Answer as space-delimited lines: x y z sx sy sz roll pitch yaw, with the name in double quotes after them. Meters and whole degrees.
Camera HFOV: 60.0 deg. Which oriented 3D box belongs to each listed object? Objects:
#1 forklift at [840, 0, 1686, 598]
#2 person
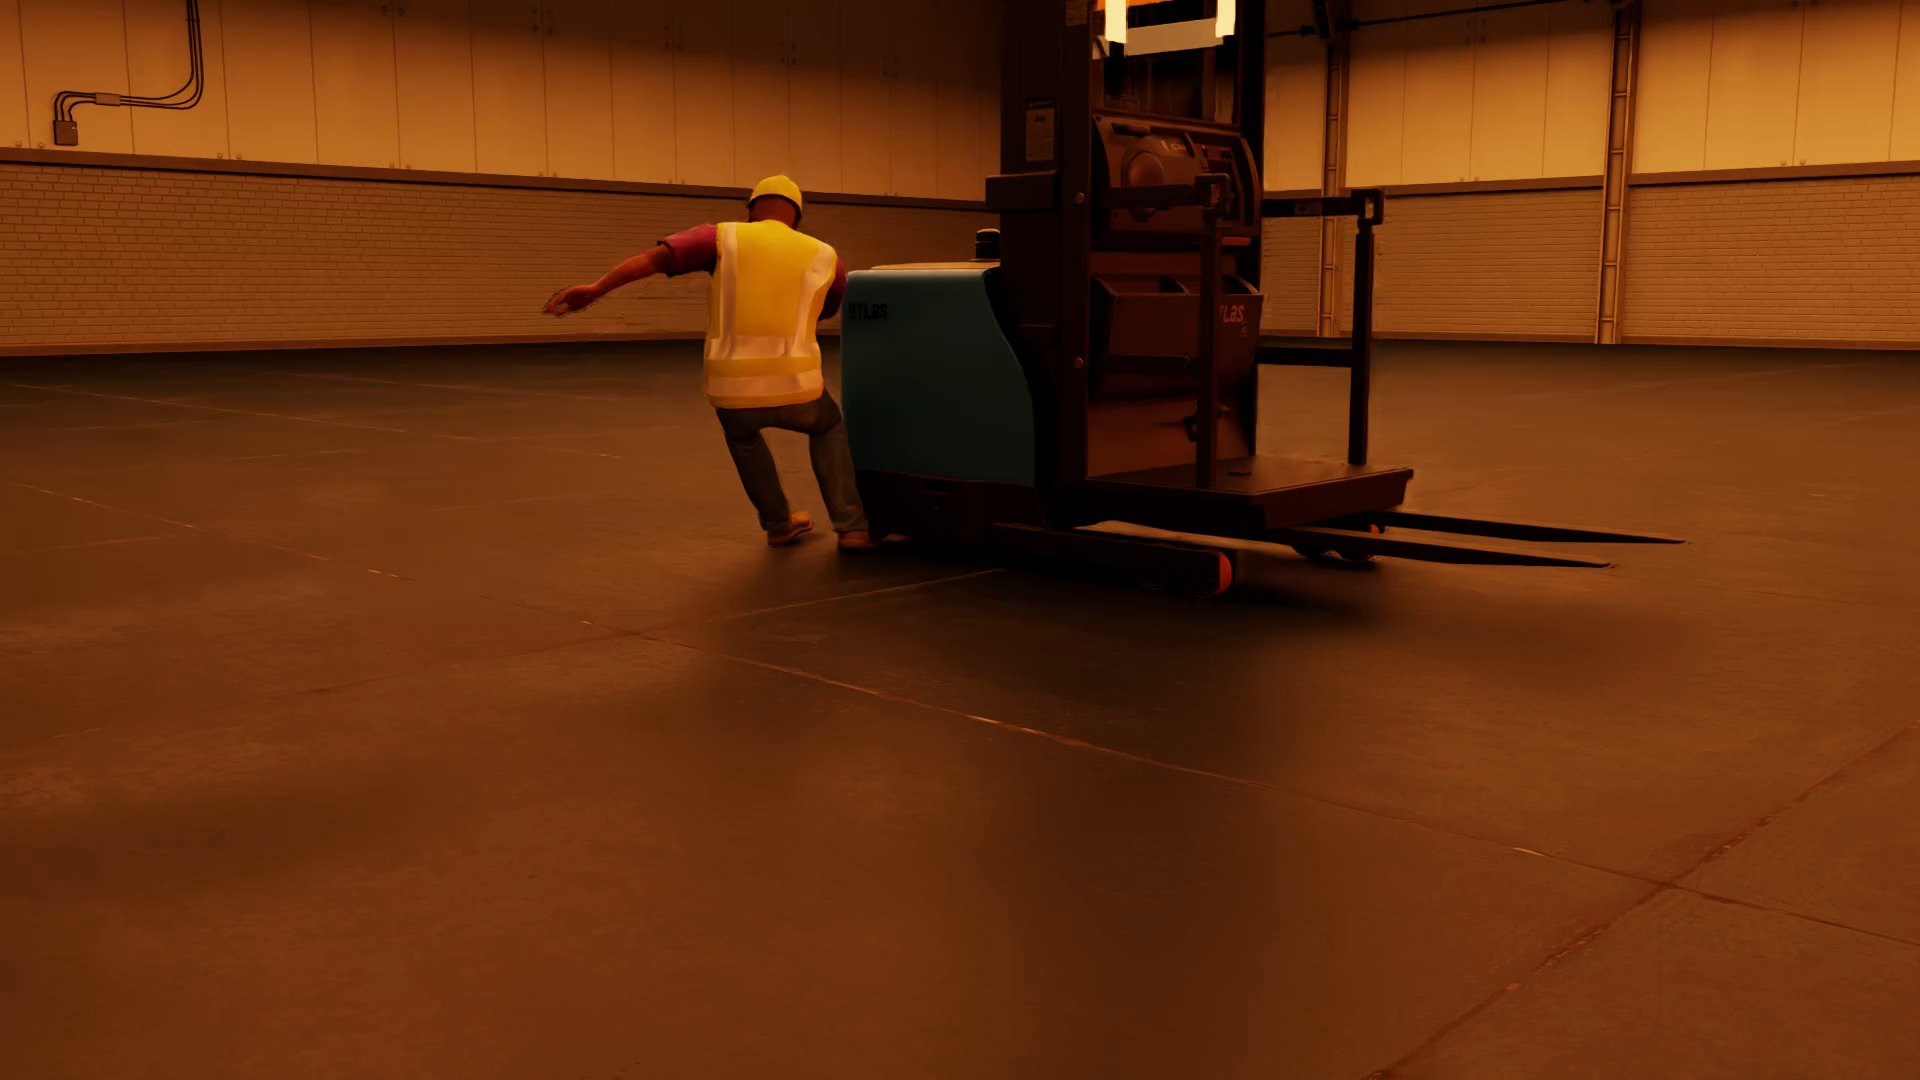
0.940 -1.345 5.807 3.031 2.935 1.130 8 12 42 "forklift"
-0.887 -0.623 6.204 1.230 1.458 0.943 -2 9 -10 "person"
